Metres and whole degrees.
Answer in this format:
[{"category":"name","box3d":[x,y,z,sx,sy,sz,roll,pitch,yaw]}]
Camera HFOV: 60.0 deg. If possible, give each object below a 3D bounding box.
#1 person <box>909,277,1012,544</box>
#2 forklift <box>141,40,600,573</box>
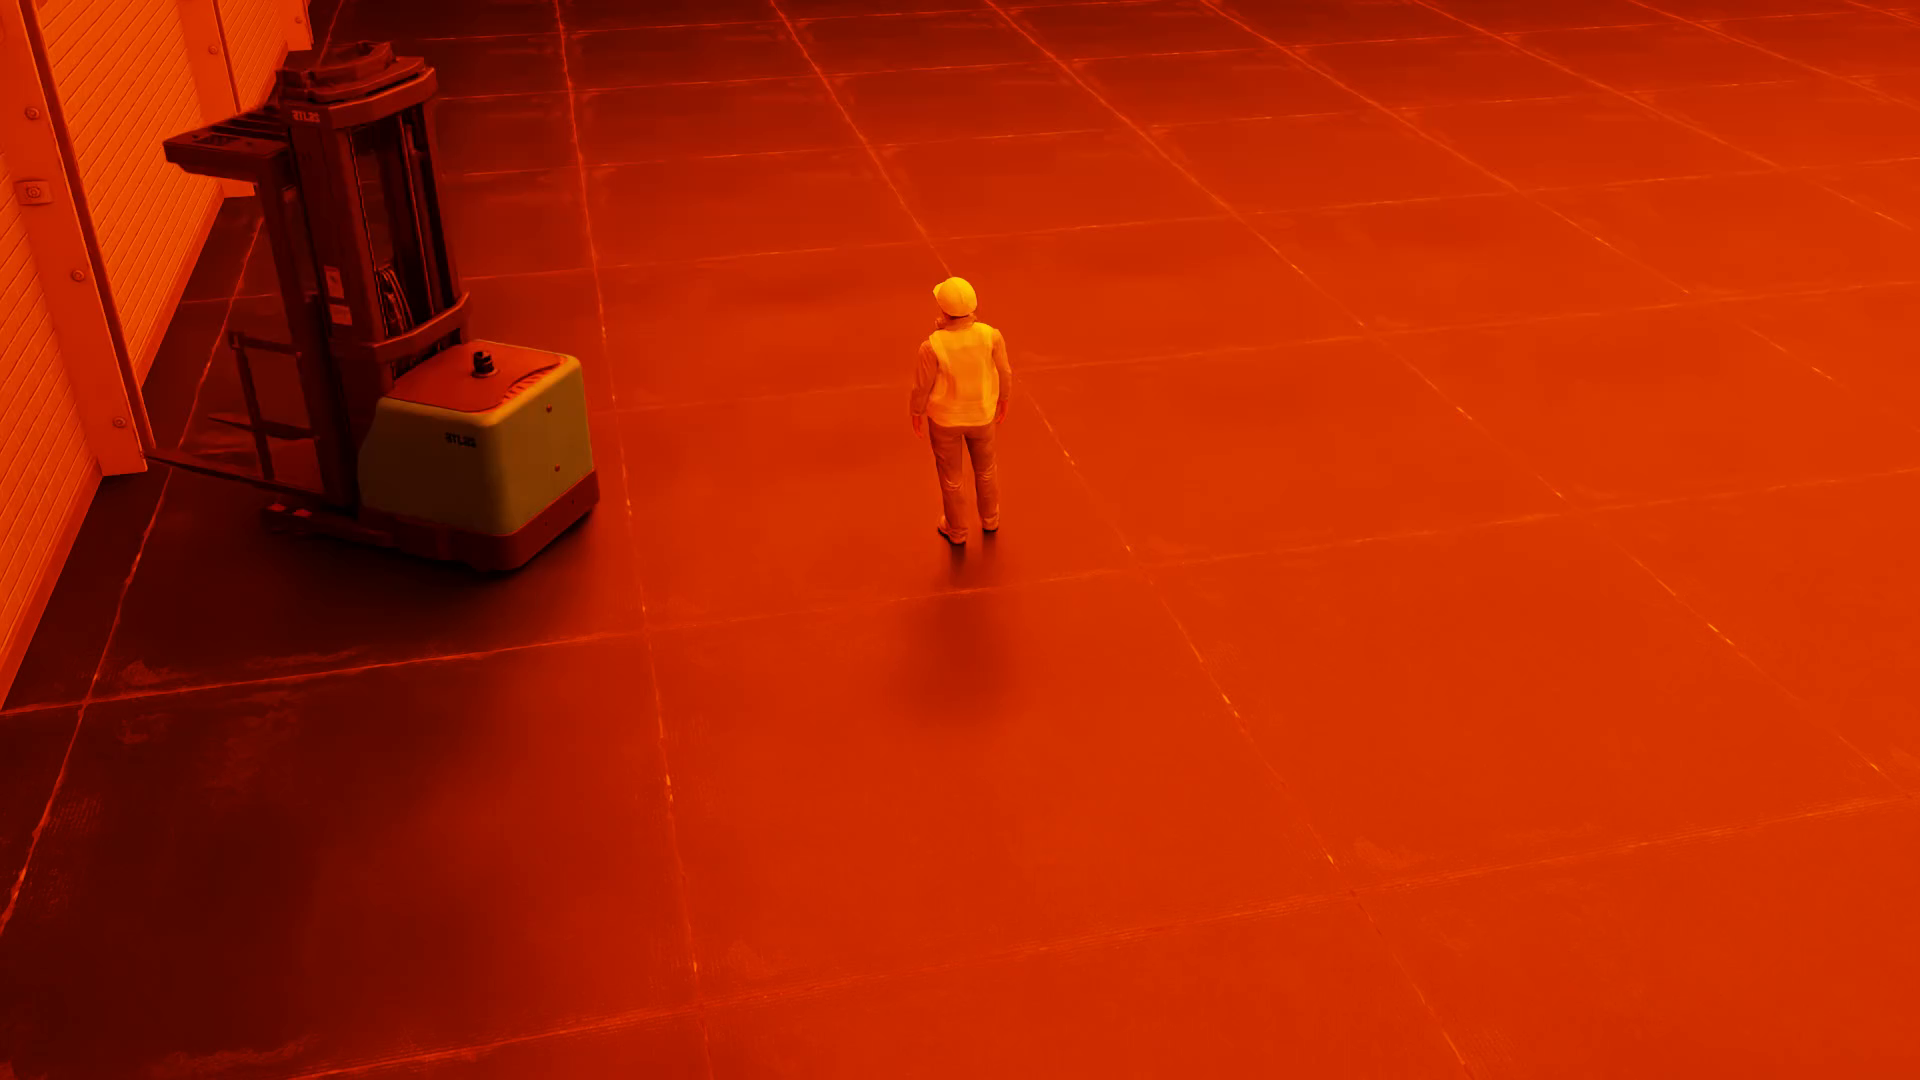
[{"category":"person","box3d":[-0.006,-0.805,10.105,0.632,1.773,0.568,-7,31,-12]},{"category":"forklift","box3d":[-3.912,-1.528,10.214,3.031,2.935,1.130,11,32,18]}]
